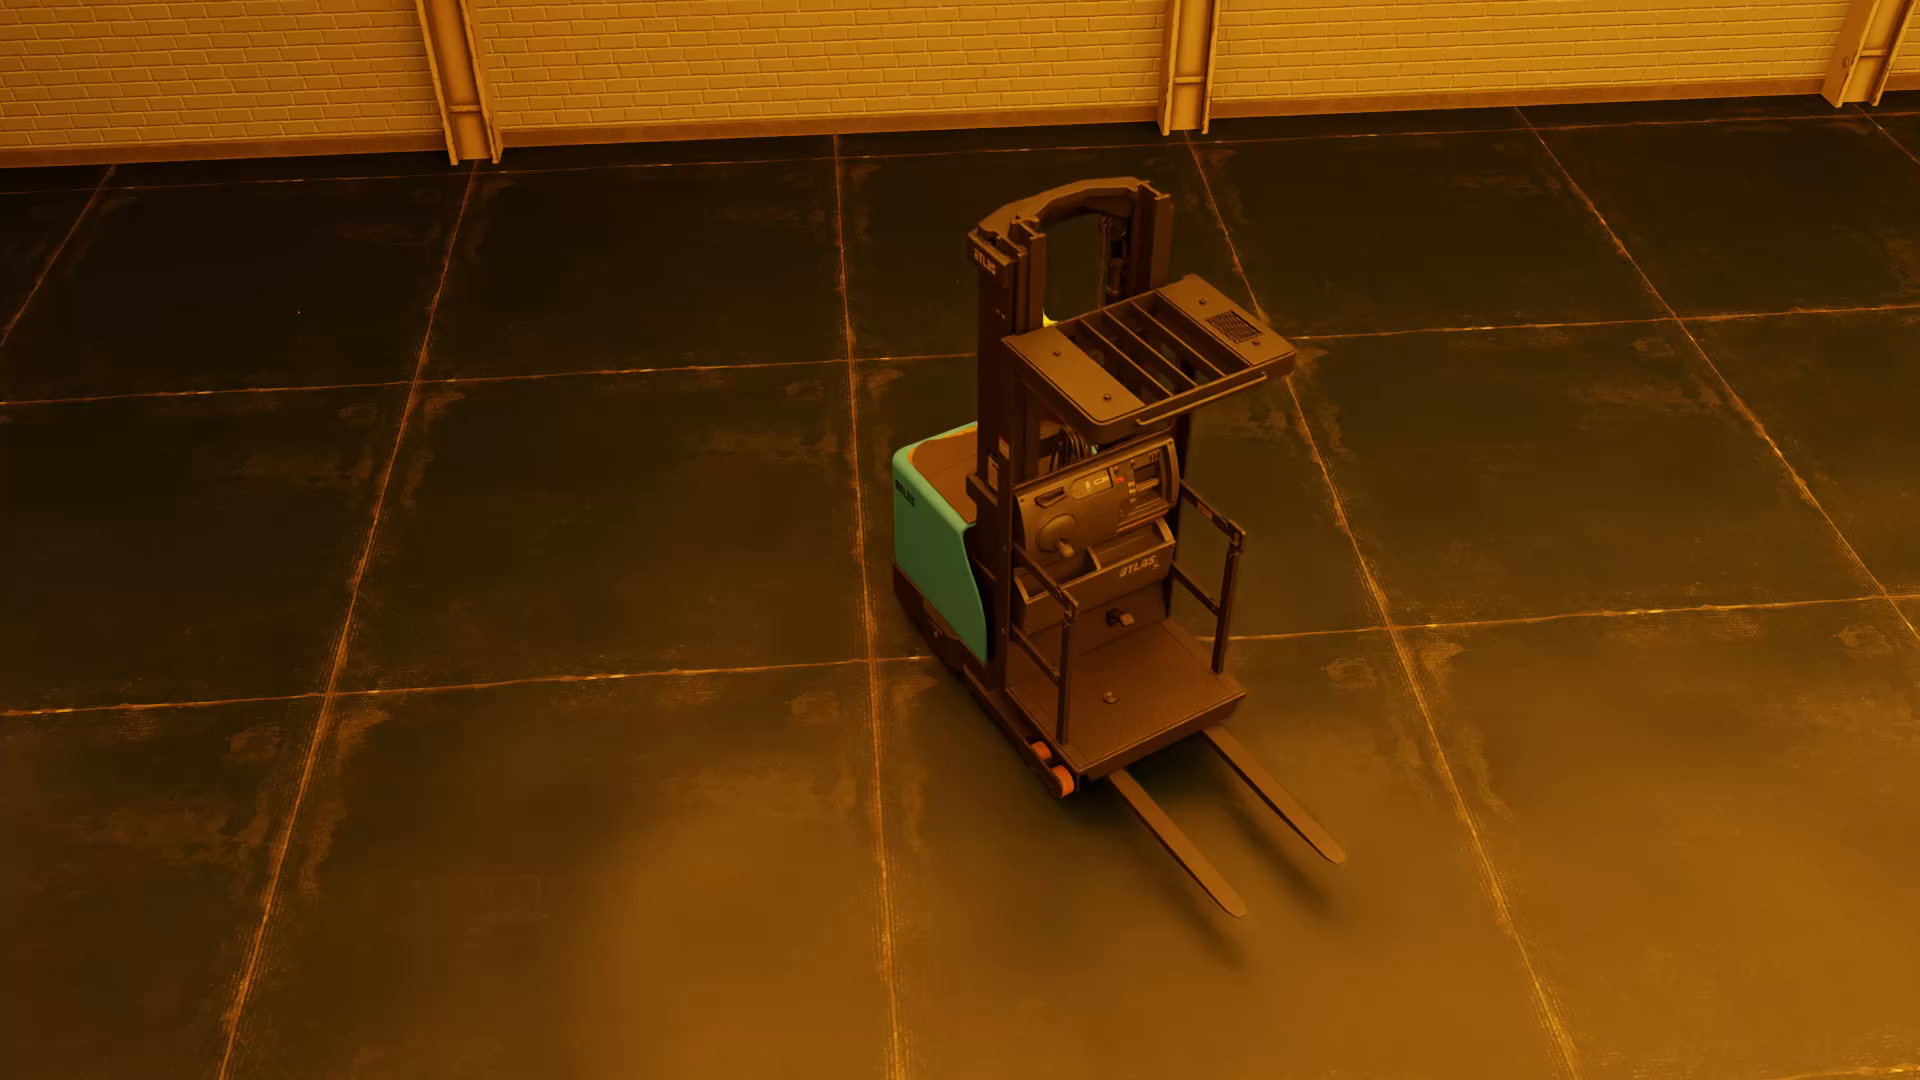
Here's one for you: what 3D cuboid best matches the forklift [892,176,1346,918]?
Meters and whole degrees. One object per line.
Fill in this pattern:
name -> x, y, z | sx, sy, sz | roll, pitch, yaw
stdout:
forklift -> 0.802, -0.129, 8.089 | 1.130, 2.935, 3.031 | -21, 45, -23

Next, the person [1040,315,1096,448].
person -> 0.766, -0.541, 9.633 | 0.777, 1.519, 1.062 | -14, 42, -16
